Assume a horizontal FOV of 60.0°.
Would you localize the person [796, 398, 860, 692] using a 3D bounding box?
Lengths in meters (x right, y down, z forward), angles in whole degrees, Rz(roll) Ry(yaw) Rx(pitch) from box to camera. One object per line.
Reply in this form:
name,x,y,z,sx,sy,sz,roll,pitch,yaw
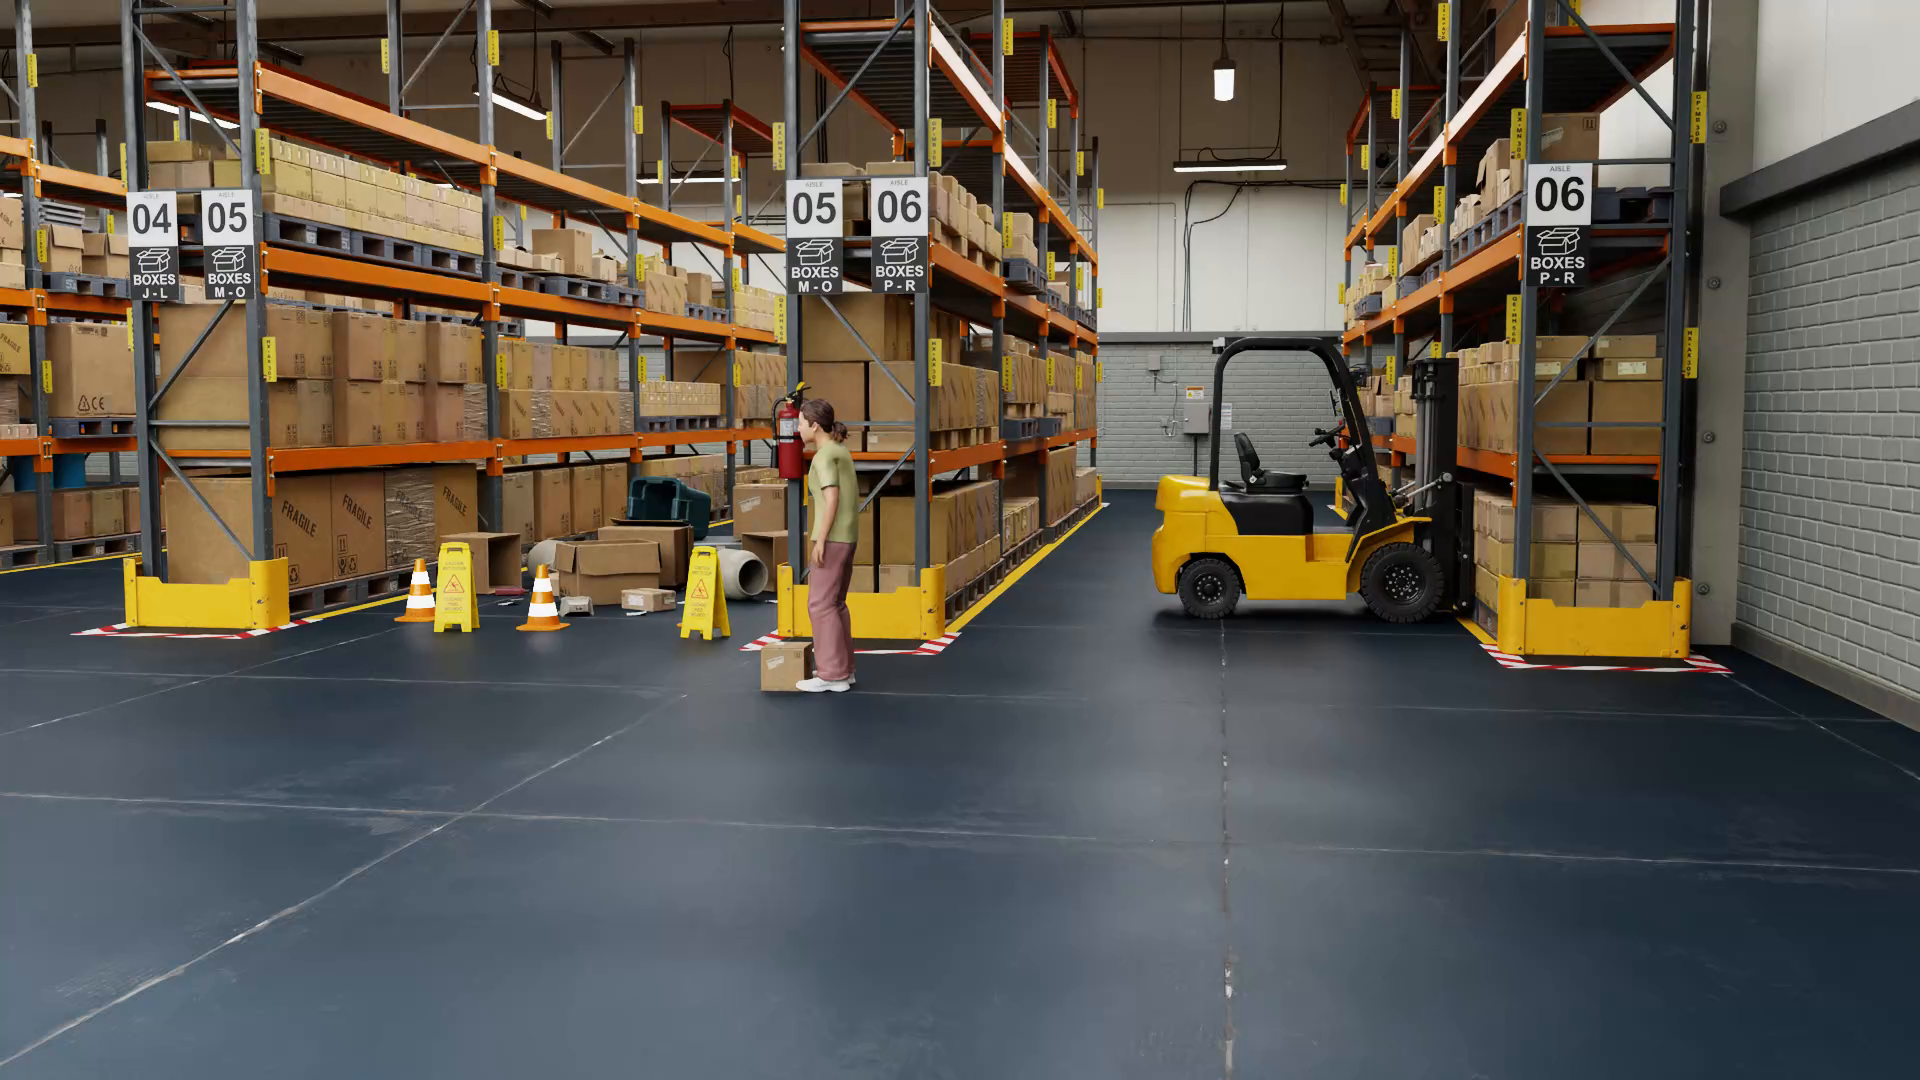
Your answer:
person,-0.756,0.025,9.549,0.349,1.672,0.508,1,5,7
